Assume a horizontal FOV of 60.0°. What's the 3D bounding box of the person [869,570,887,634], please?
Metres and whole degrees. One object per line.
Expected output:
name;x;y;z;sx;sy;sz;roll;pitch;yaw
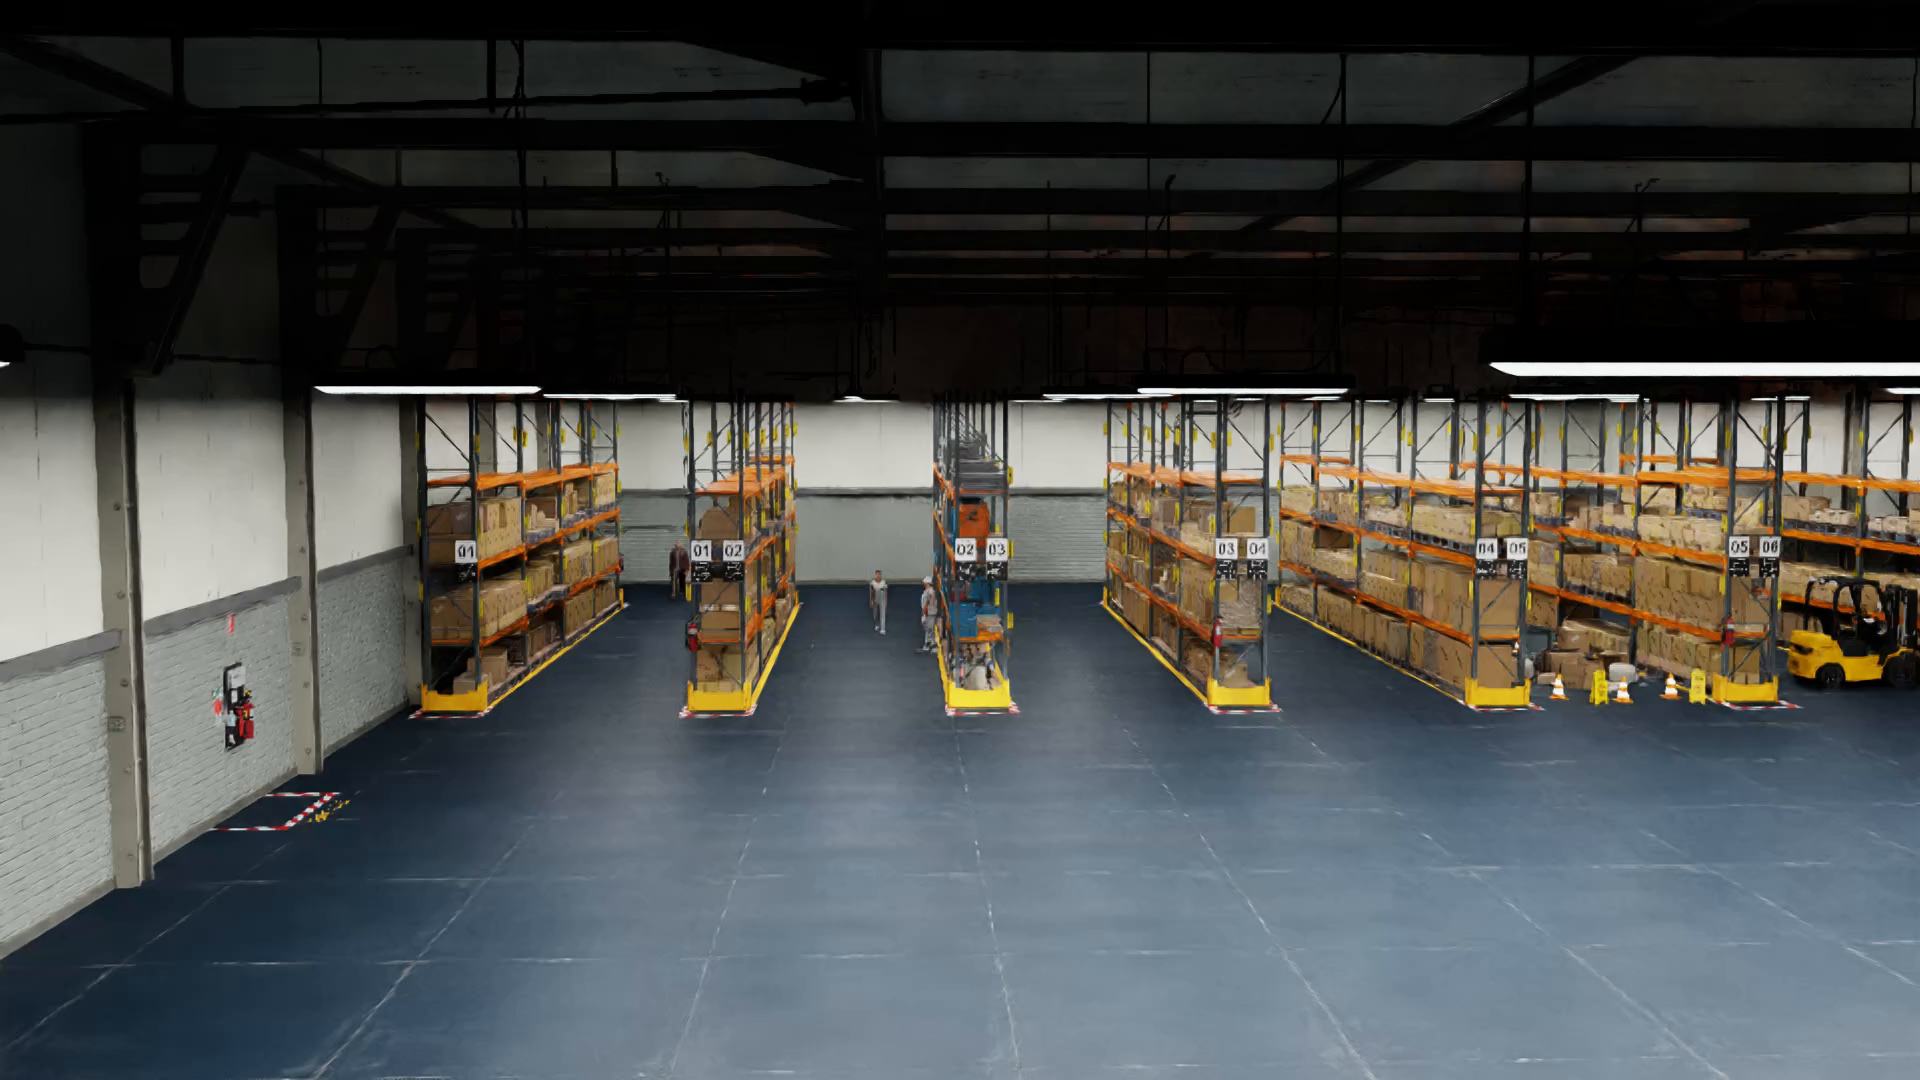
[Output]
person;-2.045;1.526;41.542;0.446;1.590;1.110;0;5;0

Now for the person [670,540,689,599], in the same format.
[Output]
person;-8.293;0.854;49.088;0.582;1.700;1.194;0;5;-4

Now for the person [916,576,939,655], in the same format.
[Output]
person;-0.746;1.718;38.025;0.575;1.786;0.680;1;5;9

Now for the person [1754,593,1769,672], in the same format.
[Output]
person;17.216;1.977;35.762;0.520;1.659;0.569;2;5;22
